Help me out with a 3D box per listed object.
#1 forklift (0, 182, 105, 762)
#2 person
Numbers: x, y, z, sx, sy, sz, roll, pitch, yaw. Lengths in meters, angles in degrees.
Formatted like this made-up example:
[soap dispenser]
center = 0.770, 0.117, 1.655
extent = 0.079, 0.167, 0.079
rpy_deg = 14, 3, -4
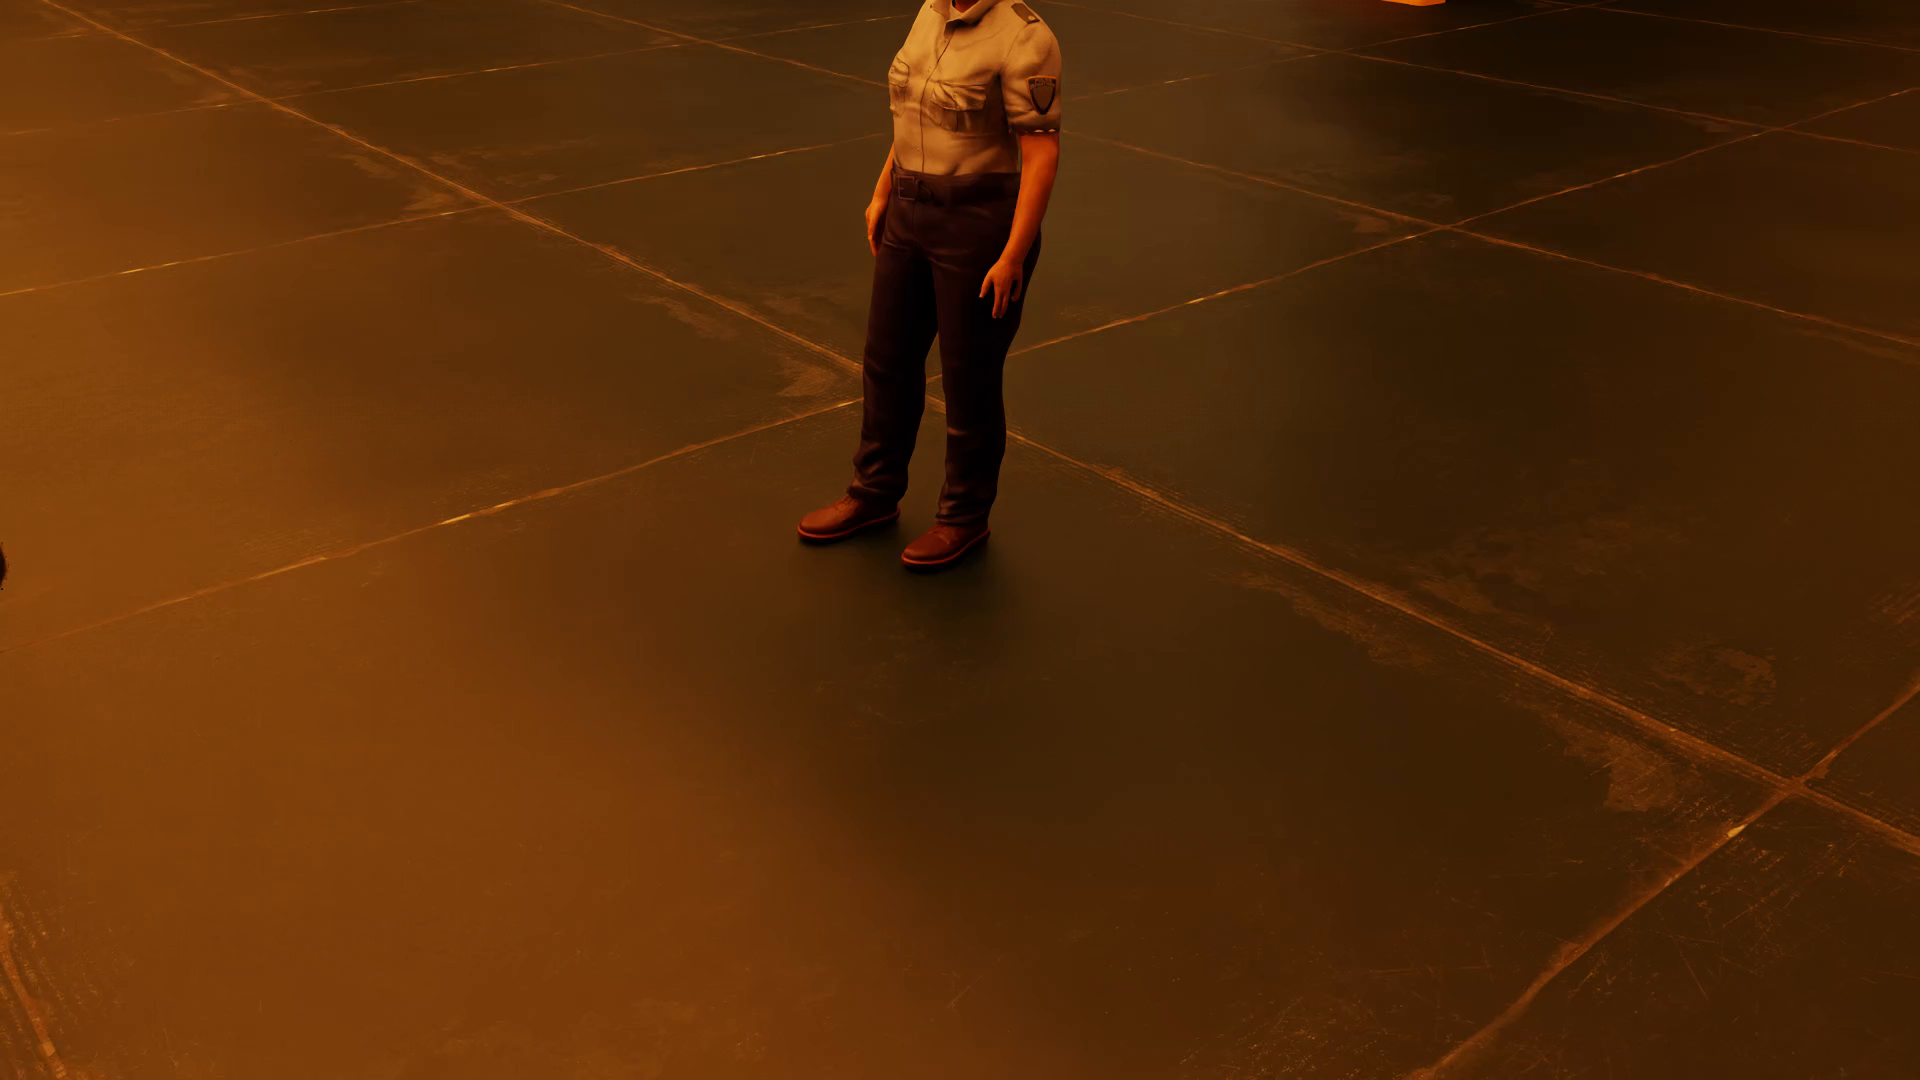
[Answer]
[forklift]
center = -3.483, -0.809, 2.834
extent = 3.031, 2.935, 1.130
rpy_deg = -9, 28, -17
[person]
center = -0.084, -0.727, 4.096
extent = 0.502, 1.651, 0.598
rpy_deg = -20, 33, -35
